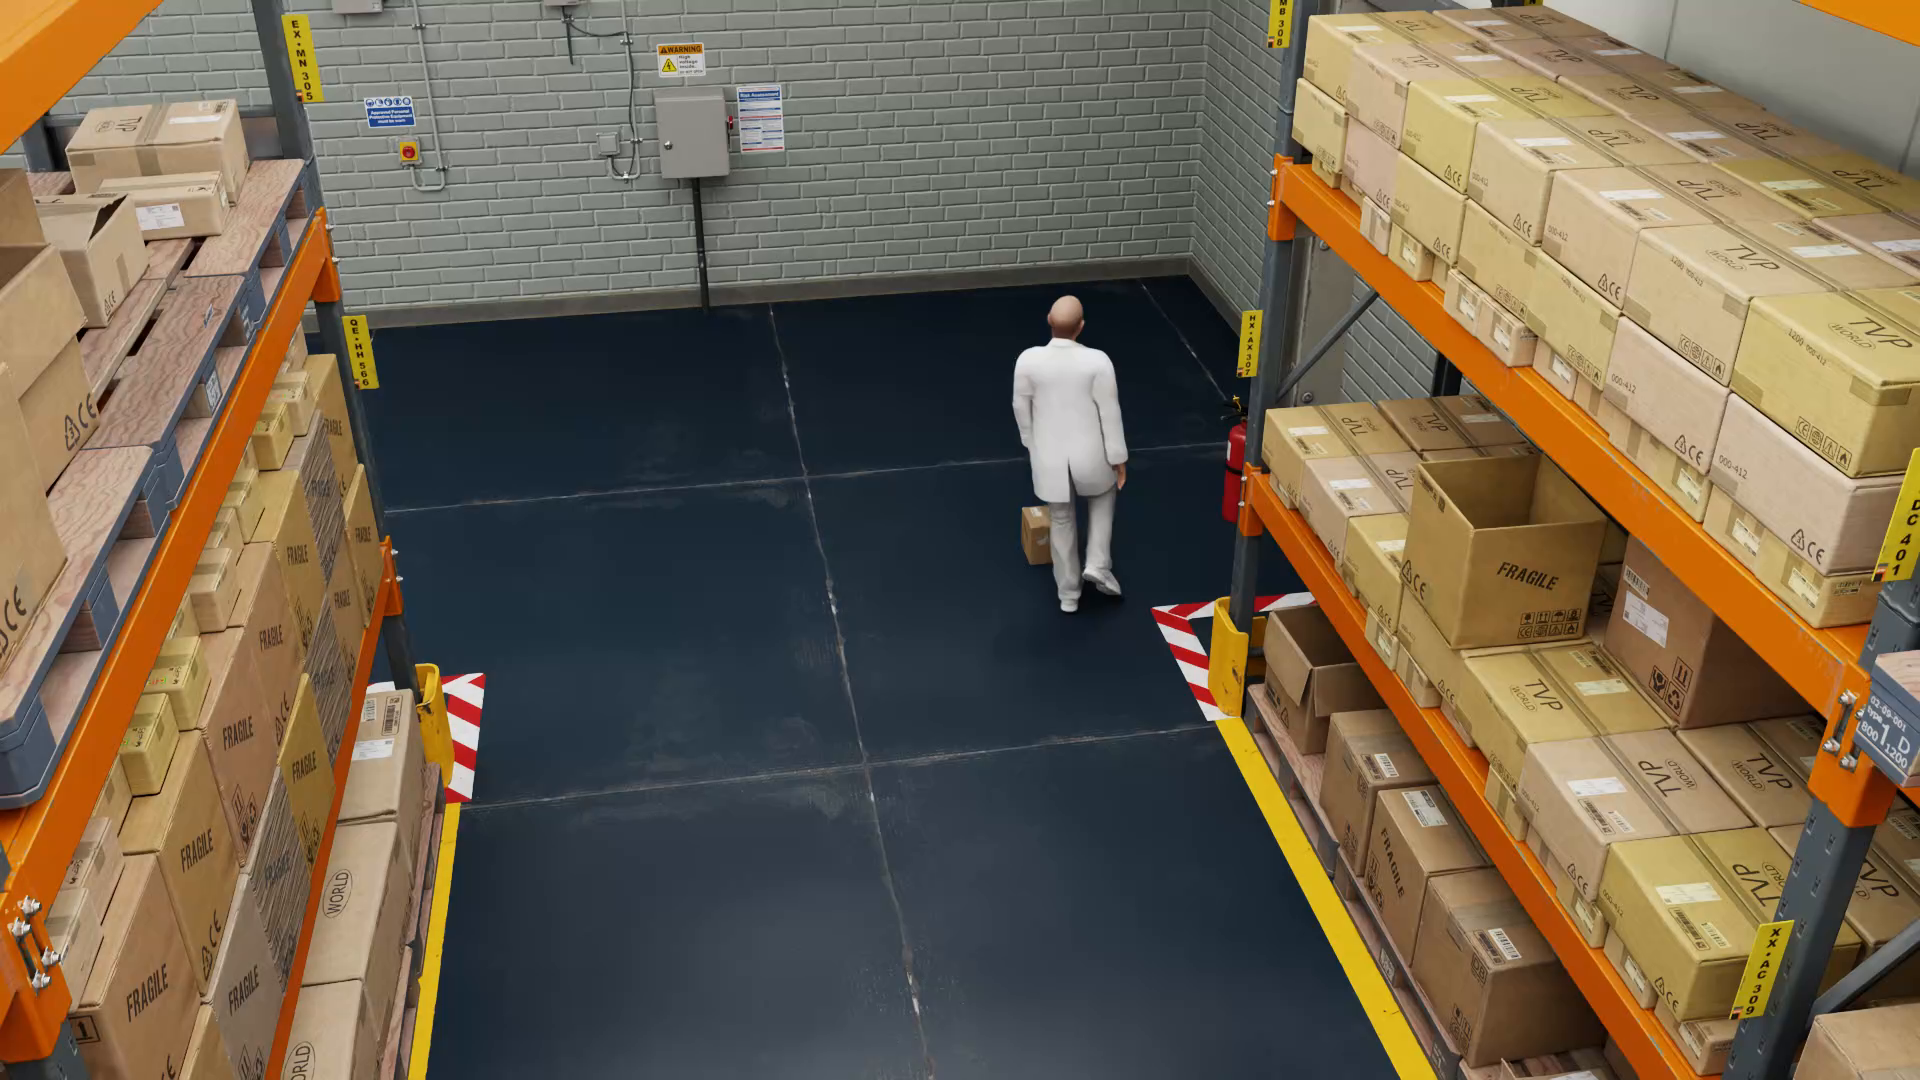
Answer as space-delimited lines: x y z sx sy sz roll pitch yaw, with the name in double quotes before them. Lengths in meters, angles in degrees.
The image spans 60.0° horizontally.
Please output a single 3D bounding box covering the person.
"person" 0.596 -0.477 8.934 0.635 1.784 0.491 5 31 8
